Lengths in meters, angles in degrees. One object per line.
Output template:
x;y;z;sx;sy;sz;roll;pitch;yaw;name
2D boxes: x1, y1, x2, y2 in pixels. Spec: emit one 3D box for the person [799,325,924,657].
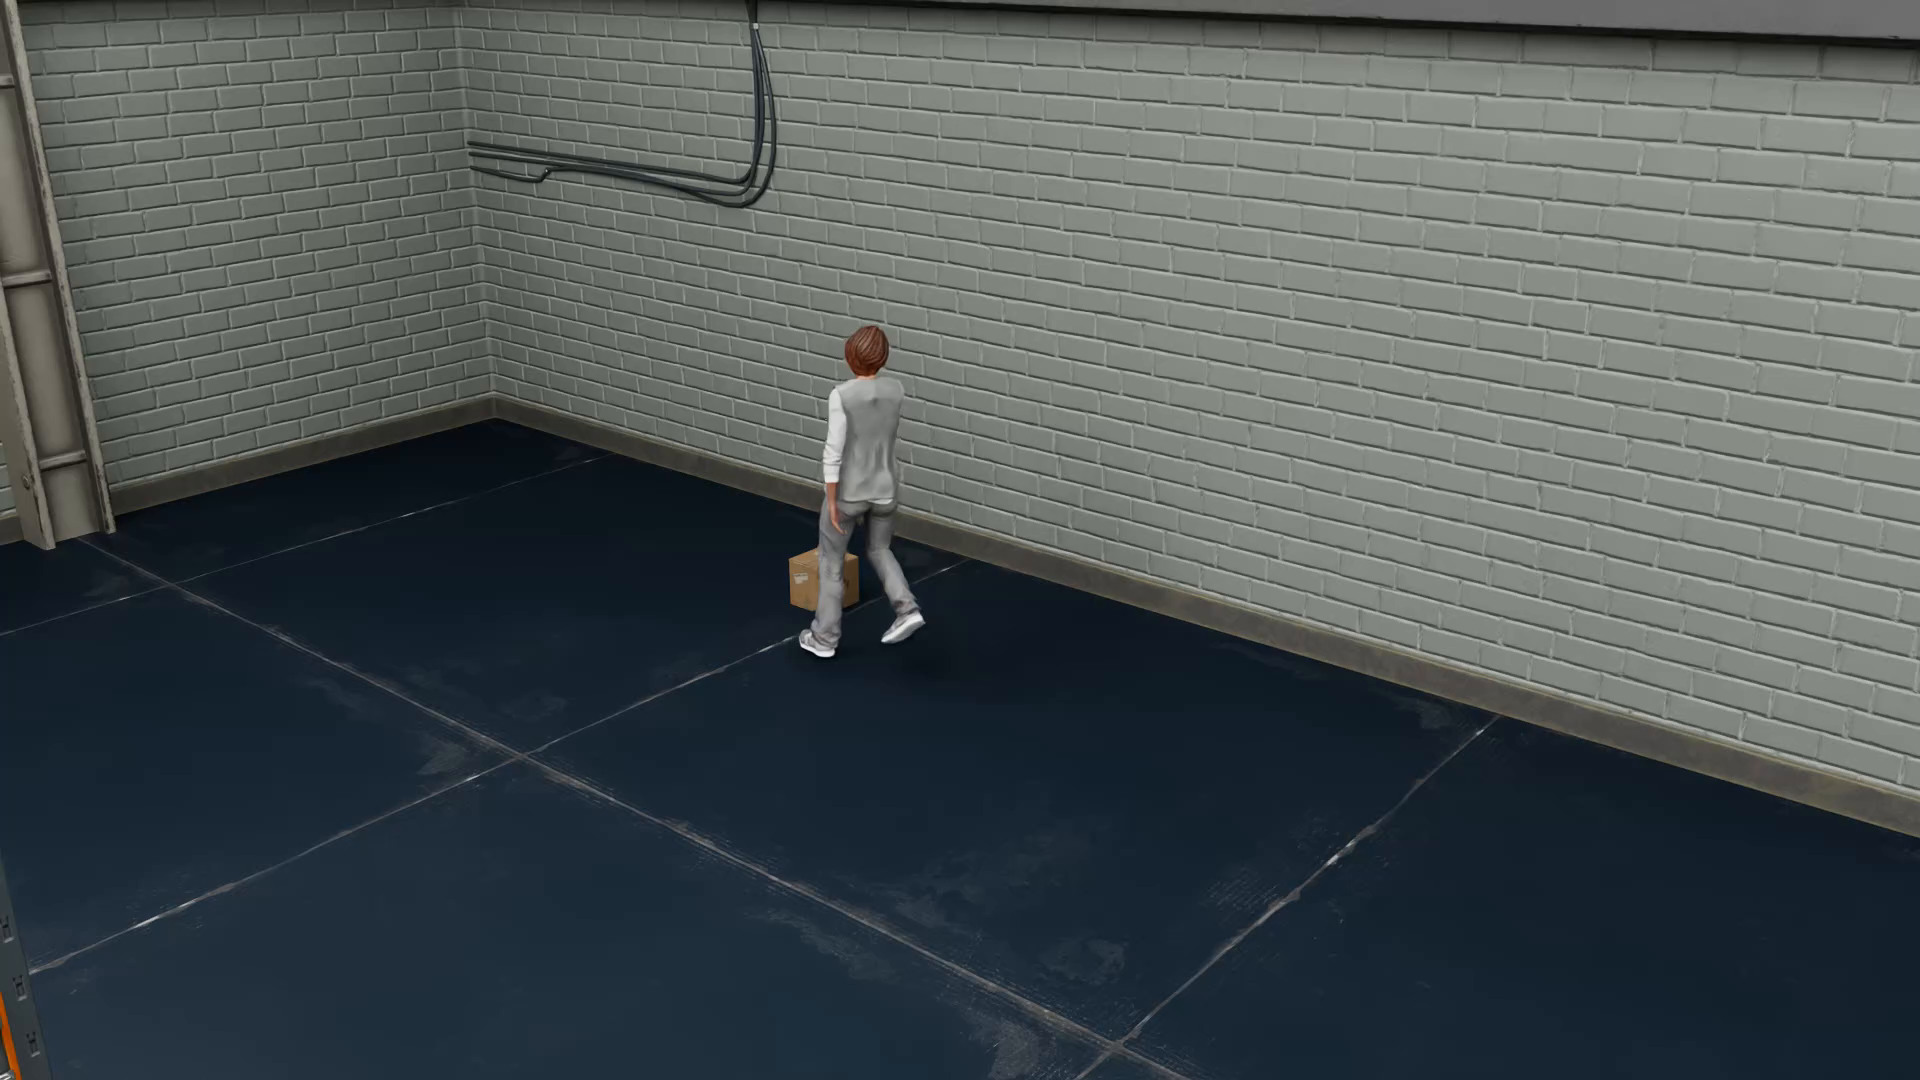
-0.455;-0.182;7.597;0.458;1.564;0.611;-10;23;-26;person
